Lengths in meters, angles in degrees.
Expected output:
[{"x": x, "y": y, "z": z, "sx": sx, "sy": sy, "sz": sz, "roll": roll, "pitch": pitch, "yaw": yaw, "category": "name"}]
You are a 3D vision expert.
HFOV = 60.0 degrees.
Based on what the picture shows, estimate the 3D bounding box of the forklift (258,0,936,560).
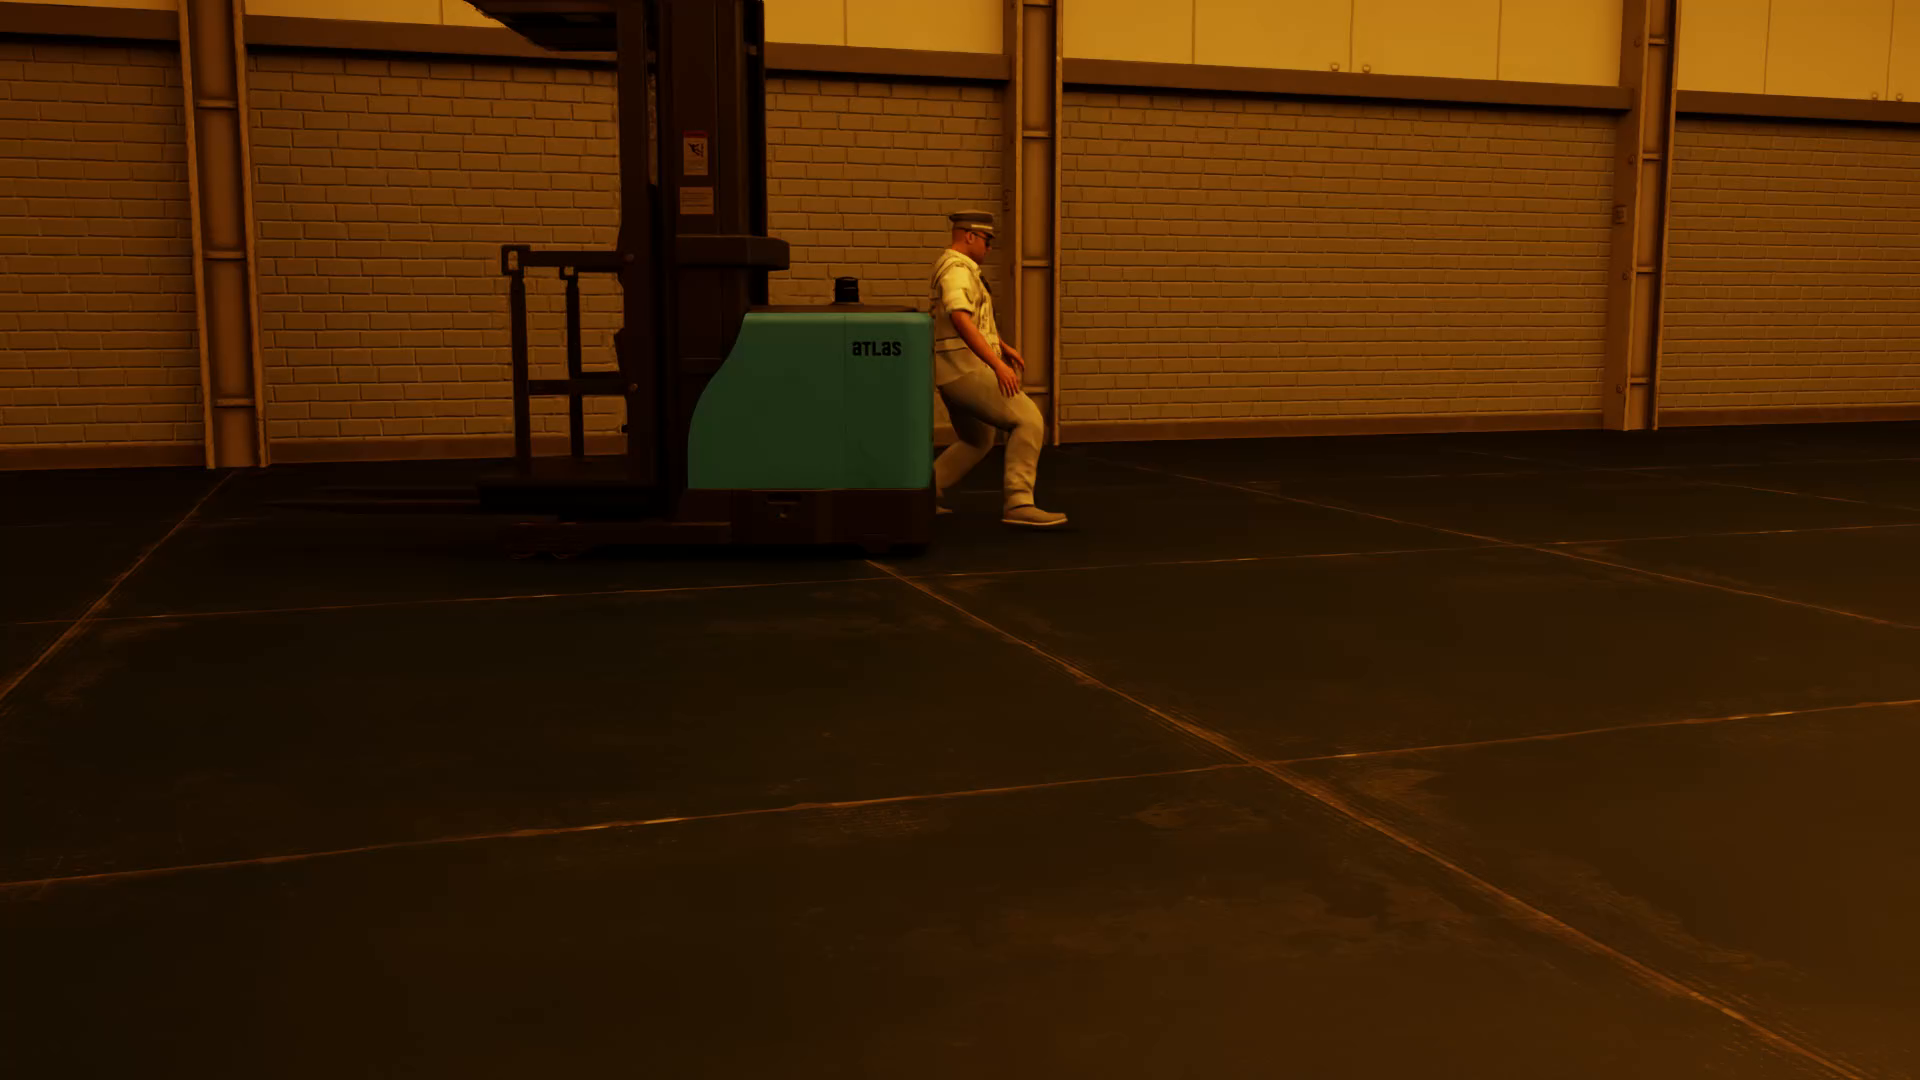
[{"x": -1.637, "y": -1.437, "z": 7.613, "sx": 3.031, "sy": 2.935, "sz": 1.130, "roll": 0, "pitch": 8, "yaw": 1, "category": "forklift"}]

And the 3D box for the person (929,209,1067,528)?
[{"x": 0.118, "y": -0.876, "z": 8.566, "sx": 0.816, "sy": 1.630, "sz": 0.959, "roll": 0, "pitch": 8, "yaw": -1, "category": "person"}]
